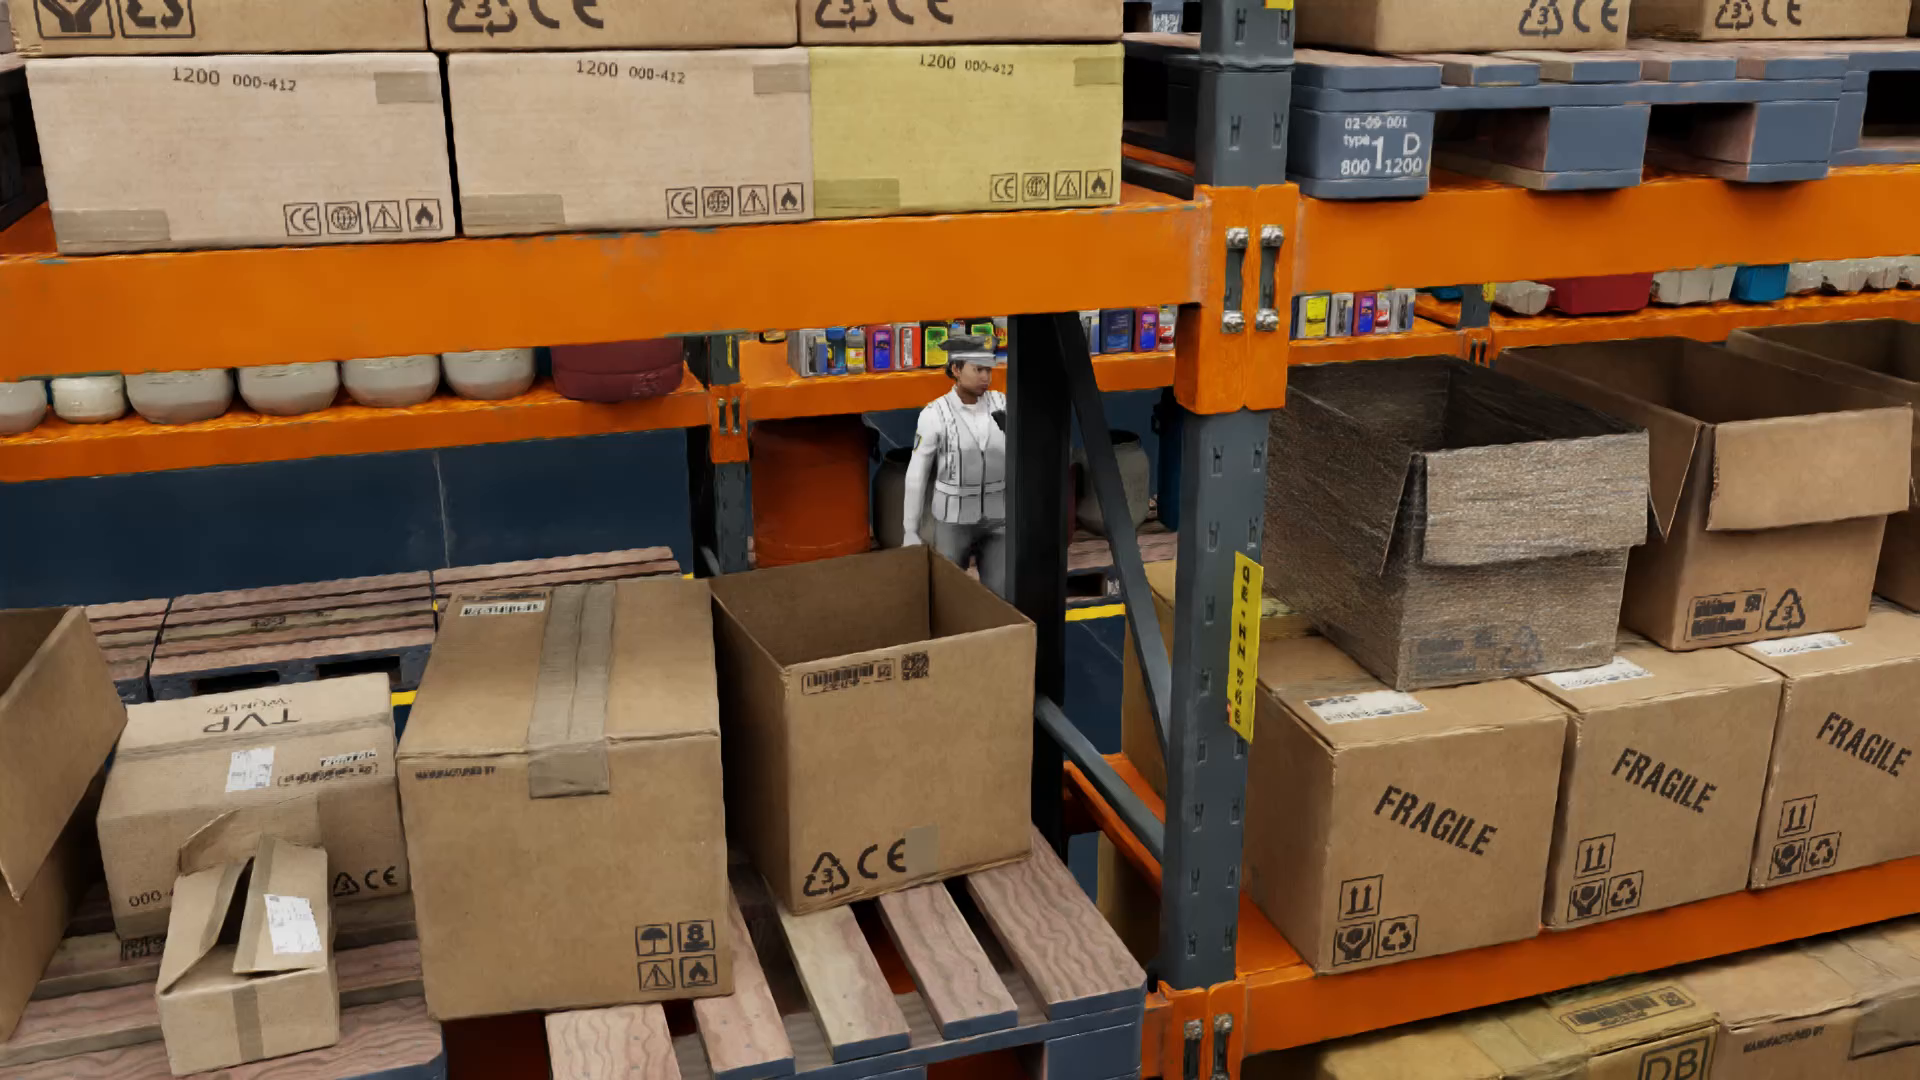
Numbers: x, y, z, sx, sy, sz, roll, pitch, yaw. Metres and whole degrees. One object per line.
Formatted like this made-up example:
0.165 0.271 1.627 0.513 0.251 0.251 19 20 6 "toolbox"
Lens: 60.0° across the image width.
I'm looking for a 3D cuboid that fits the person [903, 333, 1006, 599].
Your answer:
0.049 -0.062 7.156 0.569 1.685 0.405 -7 20 -18 "person"
